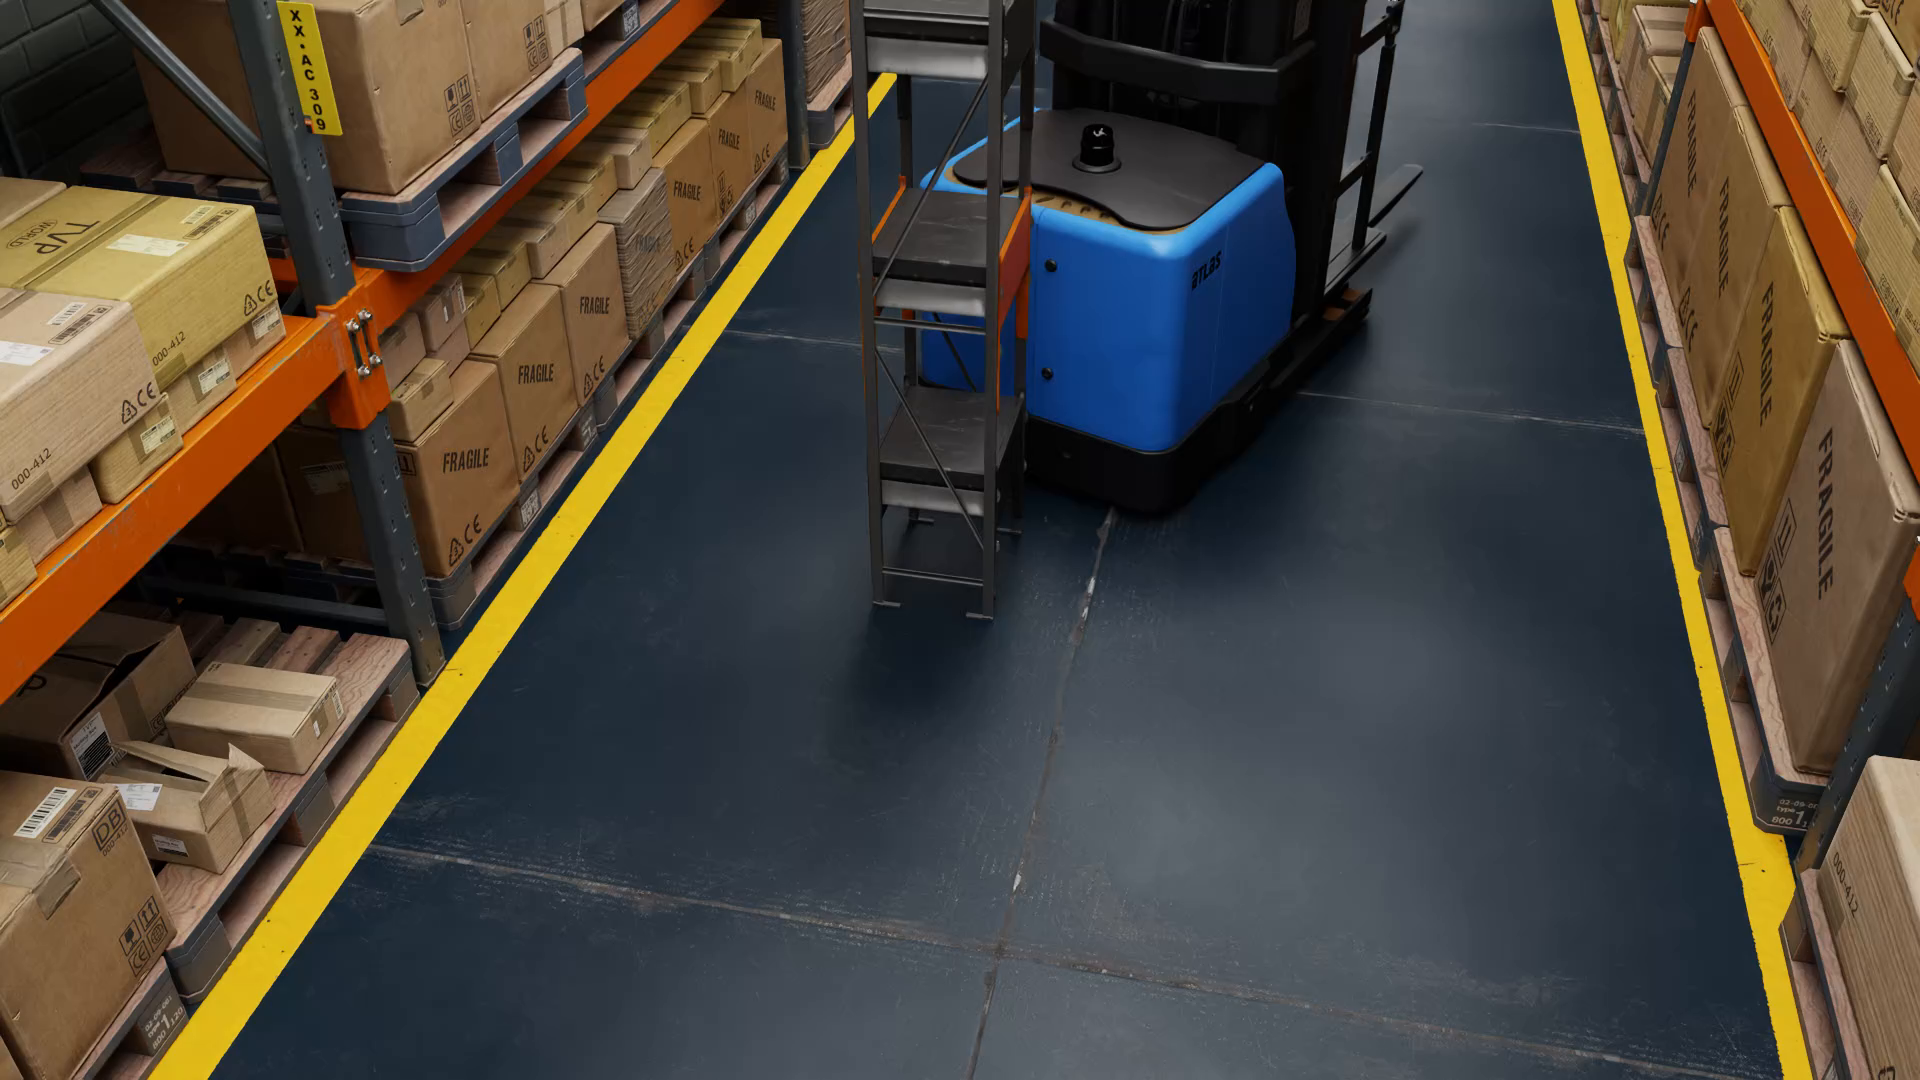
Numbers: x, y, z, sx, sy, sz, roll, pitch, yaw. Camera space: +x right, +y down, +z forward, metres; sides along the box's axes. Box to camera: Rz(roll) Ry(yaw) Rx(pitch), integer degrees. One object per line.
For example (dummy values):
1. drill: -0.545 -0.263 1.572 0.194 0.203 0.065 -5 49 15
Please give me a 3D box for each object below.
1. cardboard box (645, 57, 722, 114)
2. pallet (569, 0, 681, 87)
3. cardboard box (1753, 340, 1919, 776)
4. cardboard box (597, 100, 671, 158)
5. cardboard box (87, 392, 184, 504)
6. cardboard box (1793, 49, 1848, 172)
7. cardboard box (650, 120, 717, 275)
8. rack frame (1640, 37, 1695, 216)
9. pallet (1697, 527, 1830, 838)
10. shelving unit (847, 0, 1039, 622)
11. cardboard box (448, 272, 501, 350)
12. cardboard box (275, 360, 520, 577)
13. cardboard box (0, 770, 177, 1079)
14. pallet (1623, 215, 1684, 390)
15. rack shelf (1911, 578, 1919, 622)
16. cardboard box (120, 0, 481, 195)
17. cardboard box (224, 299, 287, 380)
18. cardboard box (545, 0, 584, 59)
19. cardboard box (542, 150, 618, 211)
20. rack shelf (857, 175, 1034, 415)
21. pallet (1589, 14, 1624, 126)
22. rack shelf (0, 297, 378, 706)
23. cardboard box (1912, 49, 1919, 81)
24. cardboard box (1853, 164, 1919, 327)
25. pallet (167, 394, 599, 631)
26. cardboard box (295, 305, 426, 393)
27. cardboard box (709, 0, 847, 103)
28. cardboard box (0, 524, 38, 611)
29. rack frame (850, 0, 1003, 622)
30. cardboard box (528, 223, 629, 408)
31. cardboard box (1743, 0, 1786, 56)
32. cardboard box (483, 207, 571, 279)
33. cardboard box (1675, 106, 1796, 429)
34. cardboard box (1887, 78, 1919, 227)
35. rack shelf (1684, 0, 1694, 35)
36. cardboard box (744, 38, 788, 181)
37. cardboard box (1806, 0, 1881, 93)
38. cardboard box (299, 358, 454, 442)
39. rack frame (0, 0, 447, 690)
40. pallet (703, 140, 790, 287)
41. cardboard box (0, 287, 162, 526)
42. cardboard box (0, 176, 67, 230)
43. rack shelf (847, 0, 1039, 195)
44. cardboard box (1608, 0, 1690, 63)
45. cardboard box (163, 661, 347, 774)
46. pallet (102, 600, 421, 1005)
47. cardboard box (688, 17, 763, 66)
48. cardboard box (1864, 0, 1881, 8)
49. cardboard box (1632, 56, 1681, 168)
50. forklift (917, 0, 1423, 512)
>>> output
1. cardboard box: -1.240 -1.945 7.097 0.380 0.149 0.250 6 36 8
2. pallet: -1.665 -1.952 6.051 1.003 0.211 1.213 7 37 10
3. cardboard box: 2.795 0.093 4.518 0.875 0.875 0.875 8 37 11
4. cardboard box: -1.393 -1.656 6.699 0.380 0.149 0.250 7 36 9
5. cardboard box: -1.996 -0.232 3.728 0.380 0.149 0.250 8 37 11
6. cardboard box: 2.933 -1.335 5.164 0.500 0.250 0.500 7 37 10
7. cardboard box: -1.361 -1.448 6.964 0.500 0.500 0.500 9 37 12
8. rack frame: 3.596 -2.525 6.678 1.000 3.000 0.127 7 37 10
9. pallet: 2.832 0.445 4.956 1.003 0.211 1.213 7 37 10
10. shelving unit: -0.035 -0.755 5.003 0.431 2.100 0.503 7 37 10
11. cardboard box: -1.745 -0.762 5.464 0.380 0.149 0.250 6 36 8
12. cardboard box: -1.786 -0.259 5.323 0.500 0.500 0.500 9 37 12
13. cardboard box: -2.298 0.864 3.774 0.700 0.500 0.500 6 36 8
14. pallet: 3.353 -0.953 6.886 1.003 0.211 1.213 7 37 10
15. rack shelf: 2.314 1.206 2.143 1.077 0.370 4.000 7 37 10
16. cardboard box: -1.787 -1.312 4.561 0.700 0.500 0.500 8 37 11
17. cardboard box: -1.930 -0.536 4.147 0.380 0.149 0.250 8 37 11
18. cardboard box: -1.437 -1.716 5.318 0.396 0.266 0.258 9 37 12
19. cardboard box: -1.525 -1.360 6.289 0.380 0.149 0.250 7 37 10
20. rack shelf: -0.035 -0.744 5.011 0.431 0.518 0.480 7 37 10
21. pallet: 4.027 -2.541 9.076 1.003 0.211 1.213 7 37 10
22. rack shelf: -2.536 0.586 2.998 1.077 0.370 4.000 7 37 10
23. cardboard box: 2.695 -1.262 3.998 0.500 0.500 0.500 8 37 11
24. cardboard box: 2.701 -0.752 4.359 0.500 0.250 0.500 7 36 9
25. pallet: -1.972 -0.194 5.838 1.003 0.211 1.213 7 37 10
26. cardboard box: -1.831 -0.573 4.950 0.380 0.149 0.250 7 36 9
27. cardboard box: -1.108 -2.709 8.598 0.875 0.625 0.625 8 37 11
28. cardboard box: -2.106 0.065 3.318 0.380 0.149 0.250 7 36 9
29. rack frame: -0.087 -0.615 4.810 0.400 2.100 0.015 7 37 10
30. cardboard box: -1.571 -0.851 6.140 0.500 0.500 0.500 6 36 9
31. cardboard box: 3.153 -1.919 5.969 0.500 0.250 0.500 6 36 9
32. cardboard box: -1.610 -1.059 5.875 0.380 0.149 0.250 7 37 10
33. cardboard box: 3.172 -0.938 5.941 0.875 0.875 0.875 8 37 11
34. cardboard box: 2.697 -0.944 4.199 0.500 0.250 0.500 8 37 11
35. rack shelf: 4.023 -3.380 8.471 1.077 0.370 4.000 7 37 10
36. cardboard box: -1.135 -2.034 7.772 0.500 0.500 0.500 8 37 11
37. cardboard box: 2.895 -1.538 5.017 0.500 0.250 0.500 8 37 11
38. cardboard box: -1.772 -0.445 5.027 0.380 0.149 0.250 9 37 12
39. rack frame: -2.109 -0.852 4.369 1.000 3.000 0.127 7 37 10
40. pallet: -1.451 -1.593 7.768 1.003 0.211 1.213 7 37 10
41. cardboard box: -2.072 -0.300 3.482 0.500 0.250 0.500 7 37 10
42. cardboard box: -2.478 -0.661 3.981 0.500 0.250 0.500 7 37 9
43. rack shelf: -0.035 -1.311 4.600 0.431 0.518 0.480 7 37 10
44. cardboard box: 4.043 -2.812 8.955 0.950 0.372 0.625 8 37 12
45. cardboard box: -1.941 0.489 4.591 0.380 0.149 0.250 6 36 9
46. pallet: -2.256 0.671 4.645 1.003 0.211 1.213 7 37 10
47. cardboard box: -1.112 -2.251 7.519 0.380 0.149 0.250 6 36 8
48. cardboard box: 2.918 -1.849 4.808 0.500 0.500 0.500 8 37 11
49. cardboard box: 3.726 -1.954 7.771 0.950 0.372 0.625 5 36 7
50. forklift: 1.065 -2.114 6.169 1.130 2.935 3.031 21 41 26
